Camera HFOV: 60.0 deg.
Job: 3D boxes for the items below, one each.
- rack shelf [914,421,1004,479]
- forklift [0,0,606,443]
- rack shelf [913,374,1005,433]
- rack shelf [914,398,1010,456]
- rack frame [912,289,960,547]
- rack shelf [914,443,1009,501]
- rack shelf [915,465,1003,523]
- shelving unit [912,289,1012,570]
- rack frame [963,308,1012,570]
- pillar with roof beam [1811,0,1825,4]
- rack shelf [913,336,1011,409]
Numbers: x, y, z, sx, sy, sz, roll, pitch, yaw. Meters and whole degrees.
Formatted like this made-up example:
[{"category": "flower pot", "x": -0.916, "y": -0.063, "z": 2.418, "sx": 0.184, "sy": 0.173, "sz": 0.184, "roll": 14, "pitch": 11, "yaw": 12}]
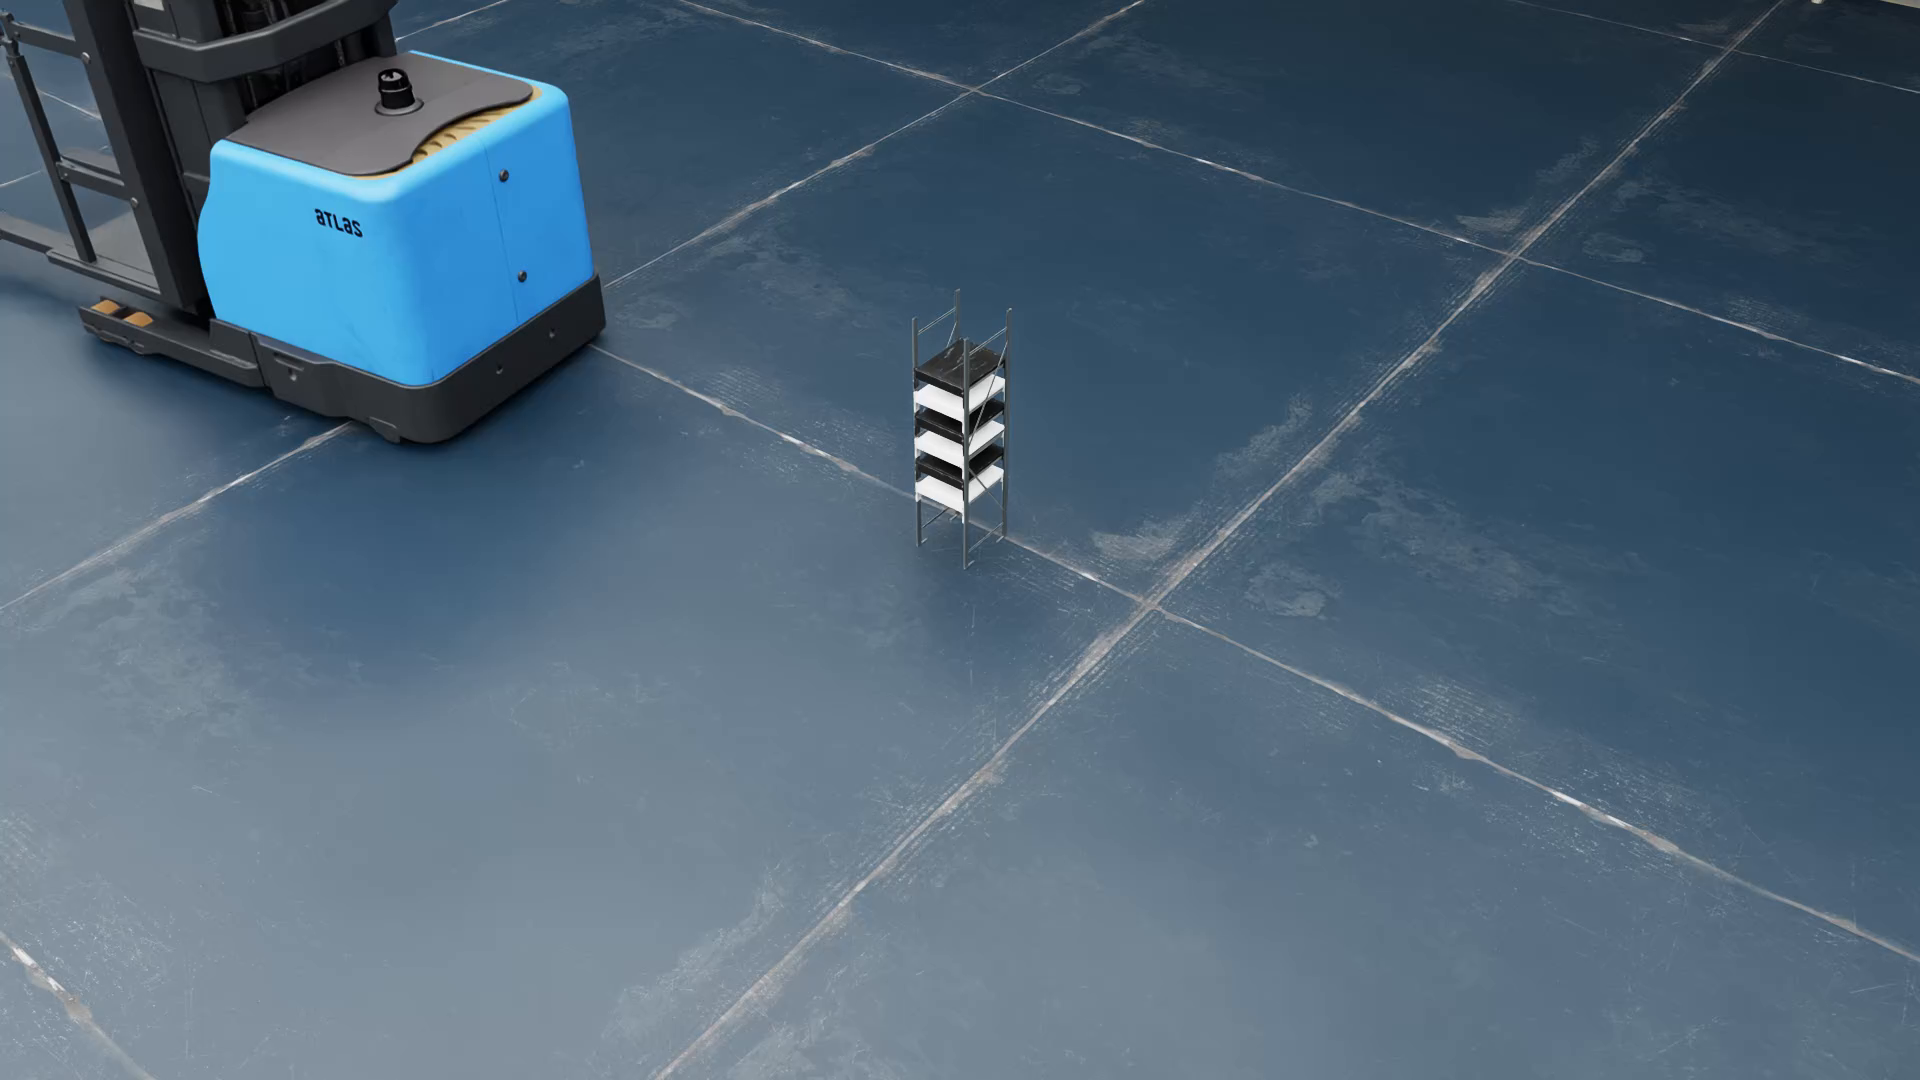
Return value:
[{"category": "rack shelf", "x": 0.006, "y": -0.325, "z": 5.489, "sx": 0.200, "sy": 0.077, "sz": 0.258, "roll": 25, "pitch": 45, "yaw": 29}, {"category": "forklift", "x": -2.975, "y": -2.165, "z": 6.138, "sx": 3.031, "sy": 2.935, "sz": 1.130, "roll": 19, "pitch": 42, "yaw": 23}, {"category": "rack shelf", "x": 0.006, "y": -0.467, "z": 5.378, "sx": 0.200, "sy": 0.077, "sz": 0.258, "roll": 25, "pitch": 45, "yaw": 29}, {"category": "rack shelf", "x": 0.006, "y": -0.396, "z": 5.434, "sx": 0.200, "sy": 0.077, "sz": 0.258, "roll": 25, "pitch": 45, "yaw": 29}, {"category": "rack frame", "x": -0.074, "y": -0.389, "z": 5.517, "sx": 0.006, "sy": 0.900, "sz": 0.240, "roll": 25, "pitch": 45, "yaw": 29}, {"category": "rack shelf", "x": 0.006, "y": -0.254, "z": 5.545, "sx": 0.200, "sy": 0.077, "sz": 0.258, "roll": 25, "pitch": 45, "yaw": 29}, {"category": "rack shelf", "x": 0.006, "y": -0.183, "z": 5.600, "sx": 0.200, "sy": 0.077, "sz": 0.258, "roll": 25, "pitch": 45, "yaw": 29}, {"category": "shelving unit", "x": 0.006, "y": -0.351, "z": 5.469, "sx": 0.210, "sy": 0.900, "sz": 0.258, "roll": 25, "pitch": 45, "yaw": 29}, {"category": "rack frame", "x": 0.087, "y": -0.313, "z": 5.420, "sx": 0.006, "sy": 0.900, "sz": 0.240, "roll": 25, "pitch": 45, "yaw": 29}, {"category": "pillar with roof beam", "x": 2.383, "y": -4.737, "z": 4.500, "sx": 0.400, "sy": 9.000, "sz": 9.100, "roll": 25, "pitch": 45, "yaw": 29}, {"category": "rack shelf", "x": 0.006, "y": -0.538, "z": 5.323, "sx": 0.200, "sy": 0.077, "sz": 0.258, "roll": 25, "pitch": 45, "yaw": 29}]
